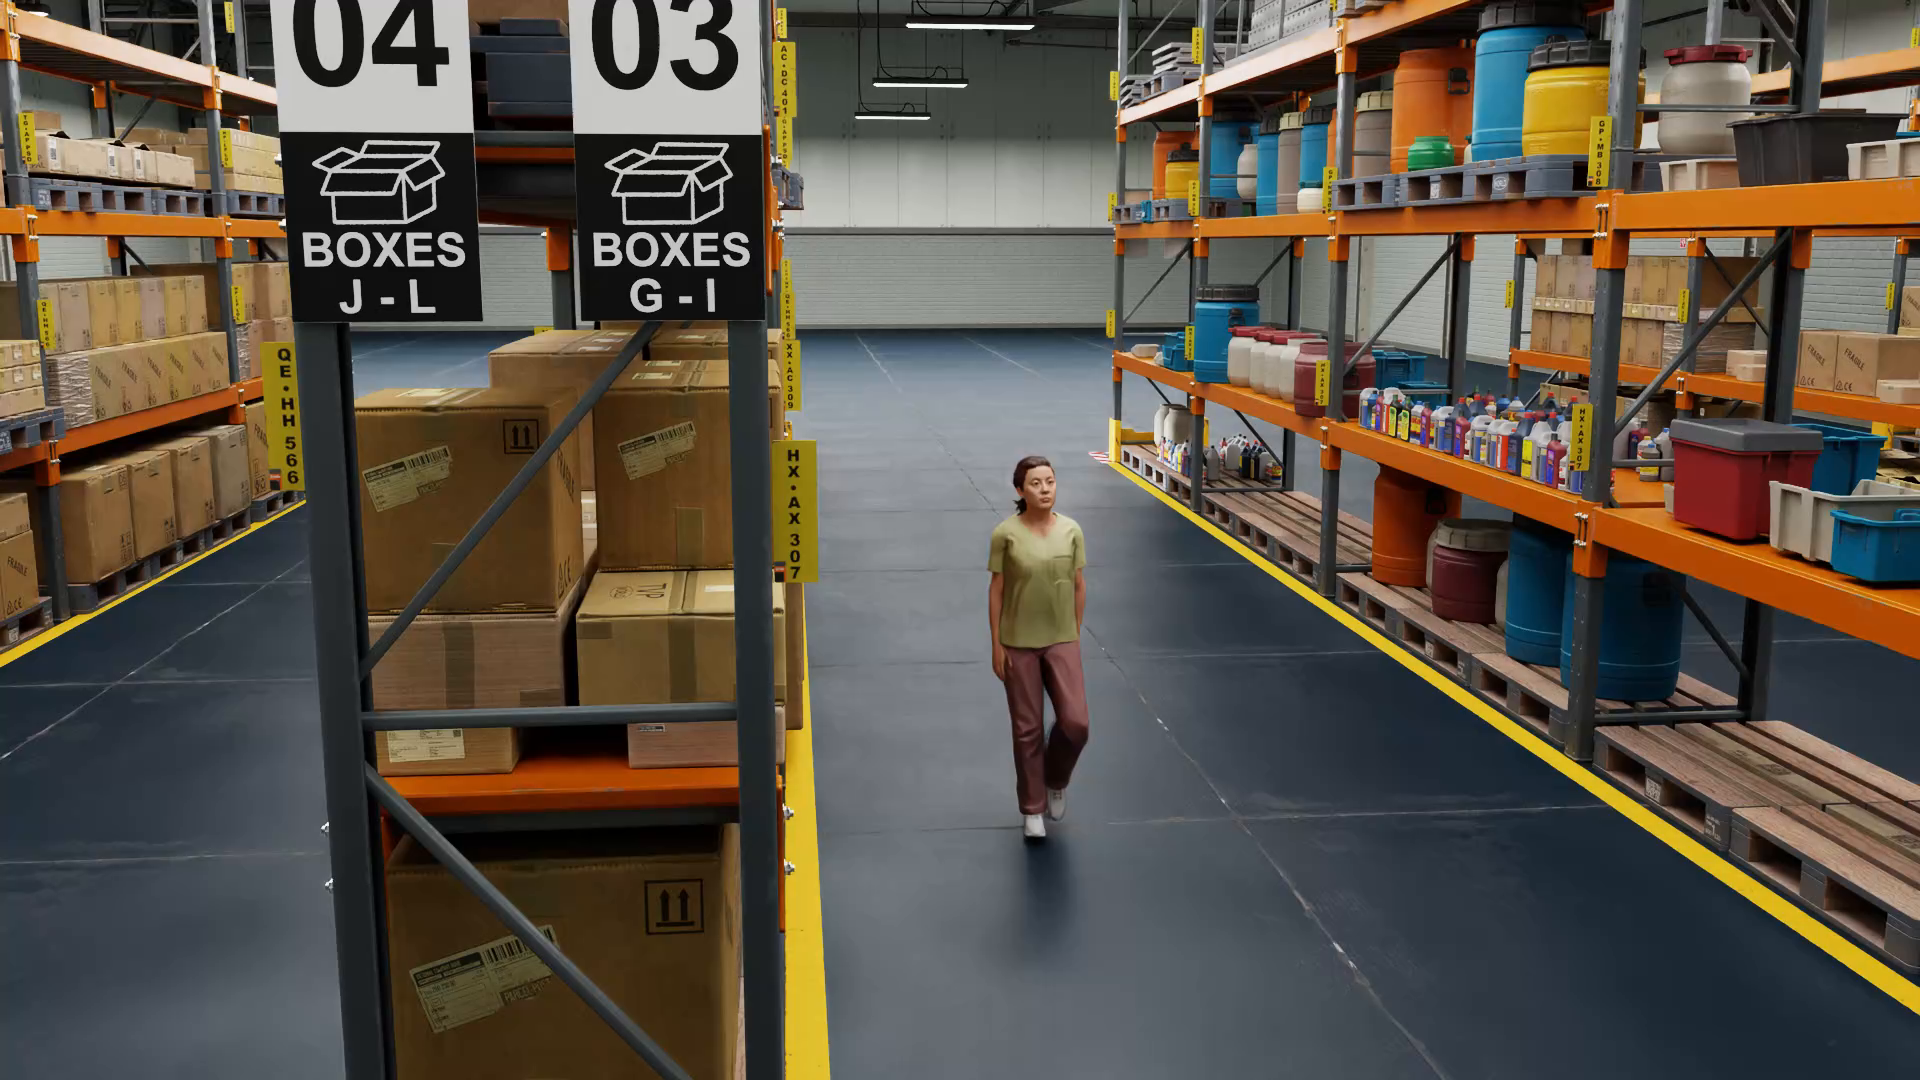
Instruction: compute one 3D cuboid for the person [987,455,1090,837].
[{"bbox_3d":[0.340,0.460,7.211,0.444,1.656,0.476,-1,10,-5],"label":"person"}]
